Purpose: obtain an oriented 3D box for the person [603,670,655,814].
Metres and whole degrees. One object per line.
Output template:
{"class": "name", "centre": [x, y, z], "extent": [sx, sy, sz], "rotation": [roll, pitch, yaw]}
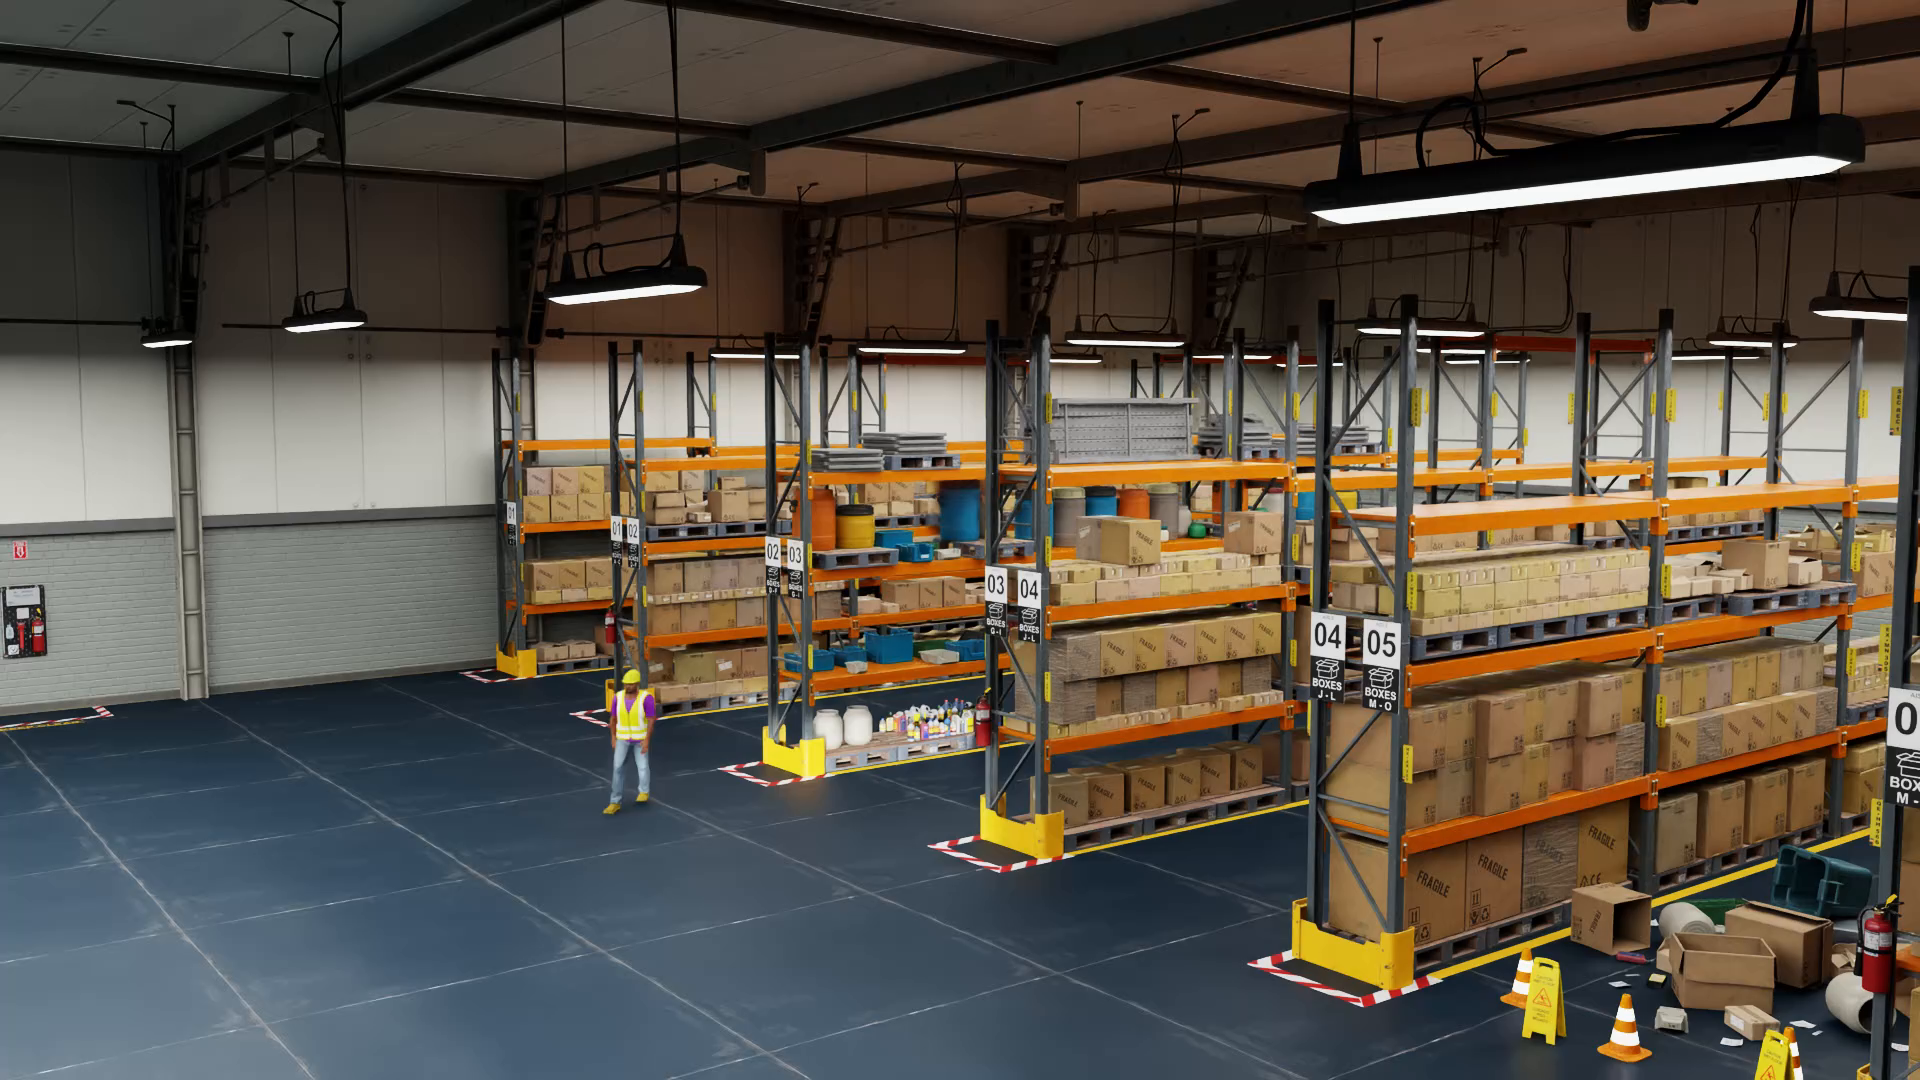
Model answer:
{"class": "person", "centre": [-4.081, 2.464, 20.655], "extent": [0.592, 1.718, 0.951], "rotation": [0, 5, 0]}
